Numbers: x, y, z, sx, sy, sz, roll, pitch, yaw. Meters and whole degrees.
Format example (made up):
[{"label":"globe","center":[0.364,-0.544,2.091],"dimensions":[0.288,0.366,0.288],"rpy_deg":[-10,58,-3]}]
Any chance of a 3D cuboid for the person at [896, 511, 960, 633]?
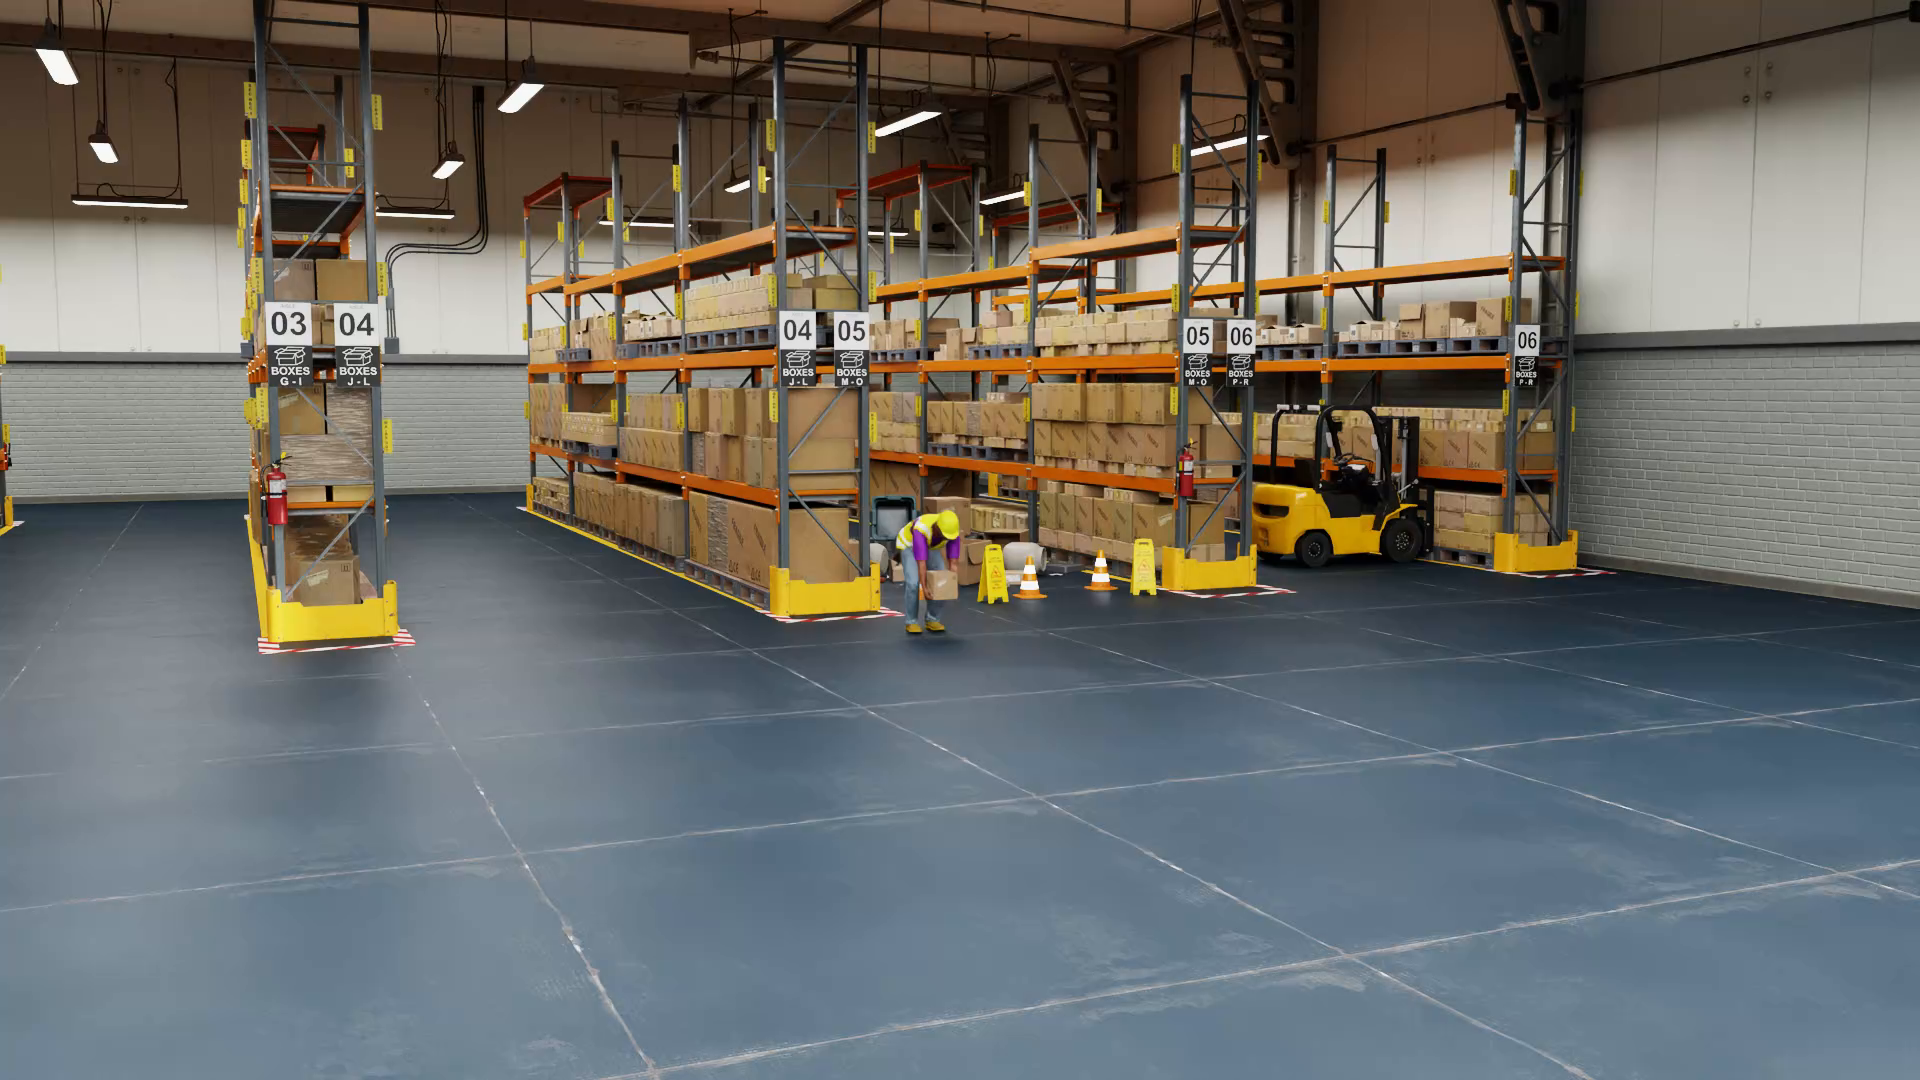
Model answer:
[{"label":"person","center":[-0.271,0.302,16.261],"dimensions":[0.497,1.232,0.945],"rpy_deg":[-3,6,-26]}]
